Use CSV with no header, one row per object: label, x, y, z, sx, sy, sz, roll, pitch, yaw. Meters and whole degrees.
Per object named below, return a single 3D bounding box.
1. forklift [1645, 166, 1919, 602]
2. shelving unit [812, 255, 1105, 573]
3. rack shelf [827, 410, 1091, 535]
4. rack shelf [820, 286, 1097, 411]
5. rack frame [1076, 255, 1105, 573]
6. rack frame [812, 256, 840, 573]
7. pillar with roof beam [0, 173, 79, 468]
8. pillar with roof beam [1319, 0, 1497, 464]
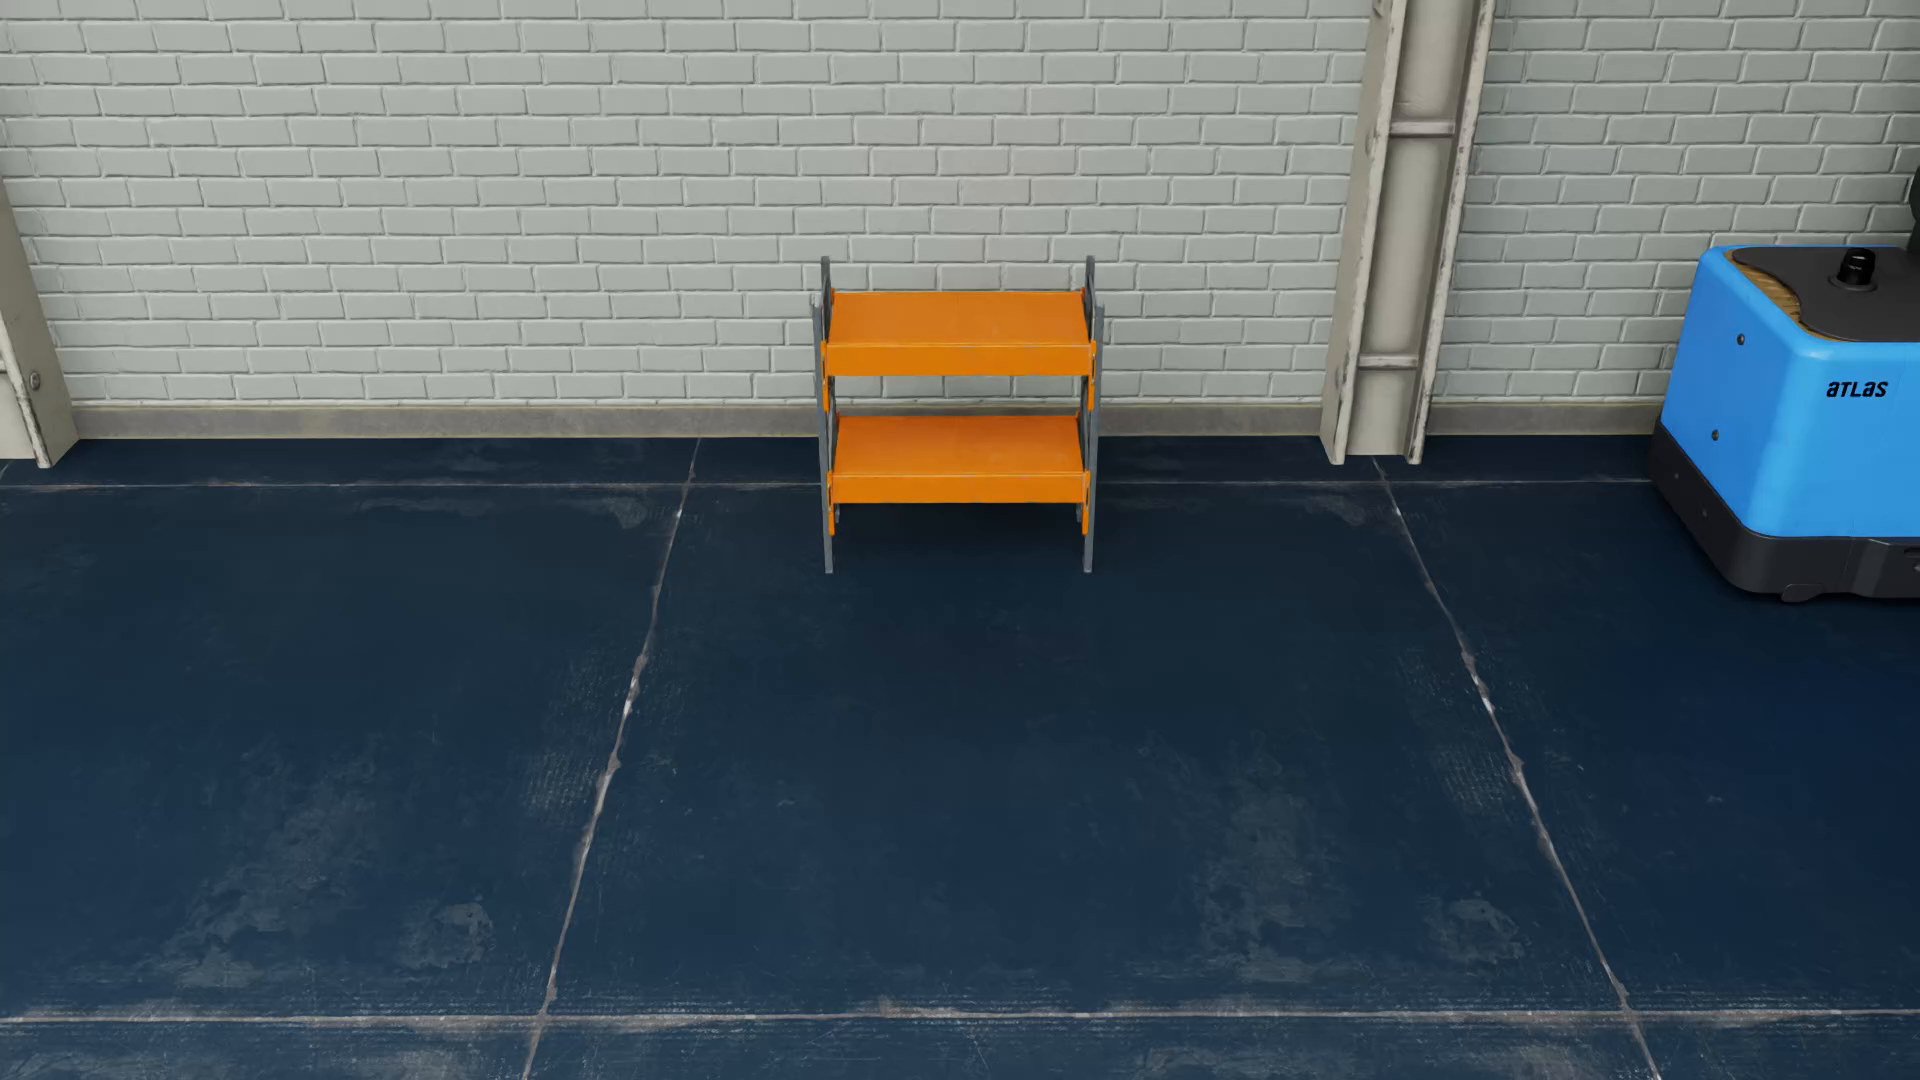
forklift,4.440,-1.267,6.013,3.031,2.935,1.130,0,31,0
shelving unit,-0.007,-0.481,6.458,1.048,1.125,0.538,0,31,0
rack shelf,-0.007,-0.272,6.585,1.000,0.278,0.538,0,31,0
rack shelf,-0.007,-0.731,6.306,1.000,0.278,0.538,0,31,0
rack frame,0.502,-0.482,6.461,0.032,1.125,0.500,0,31,0
rack frame,-0.515,-0.479,6.456,0.032,1.125,0.500,0,31,0
pillar with roof beam,-4.147,-2.008,1.385,0.400,9.000,9.100,0,31,0
pillar with roof beam,1.853,-2.027,1.416,0.400,9.000,9.100,0,31,0
